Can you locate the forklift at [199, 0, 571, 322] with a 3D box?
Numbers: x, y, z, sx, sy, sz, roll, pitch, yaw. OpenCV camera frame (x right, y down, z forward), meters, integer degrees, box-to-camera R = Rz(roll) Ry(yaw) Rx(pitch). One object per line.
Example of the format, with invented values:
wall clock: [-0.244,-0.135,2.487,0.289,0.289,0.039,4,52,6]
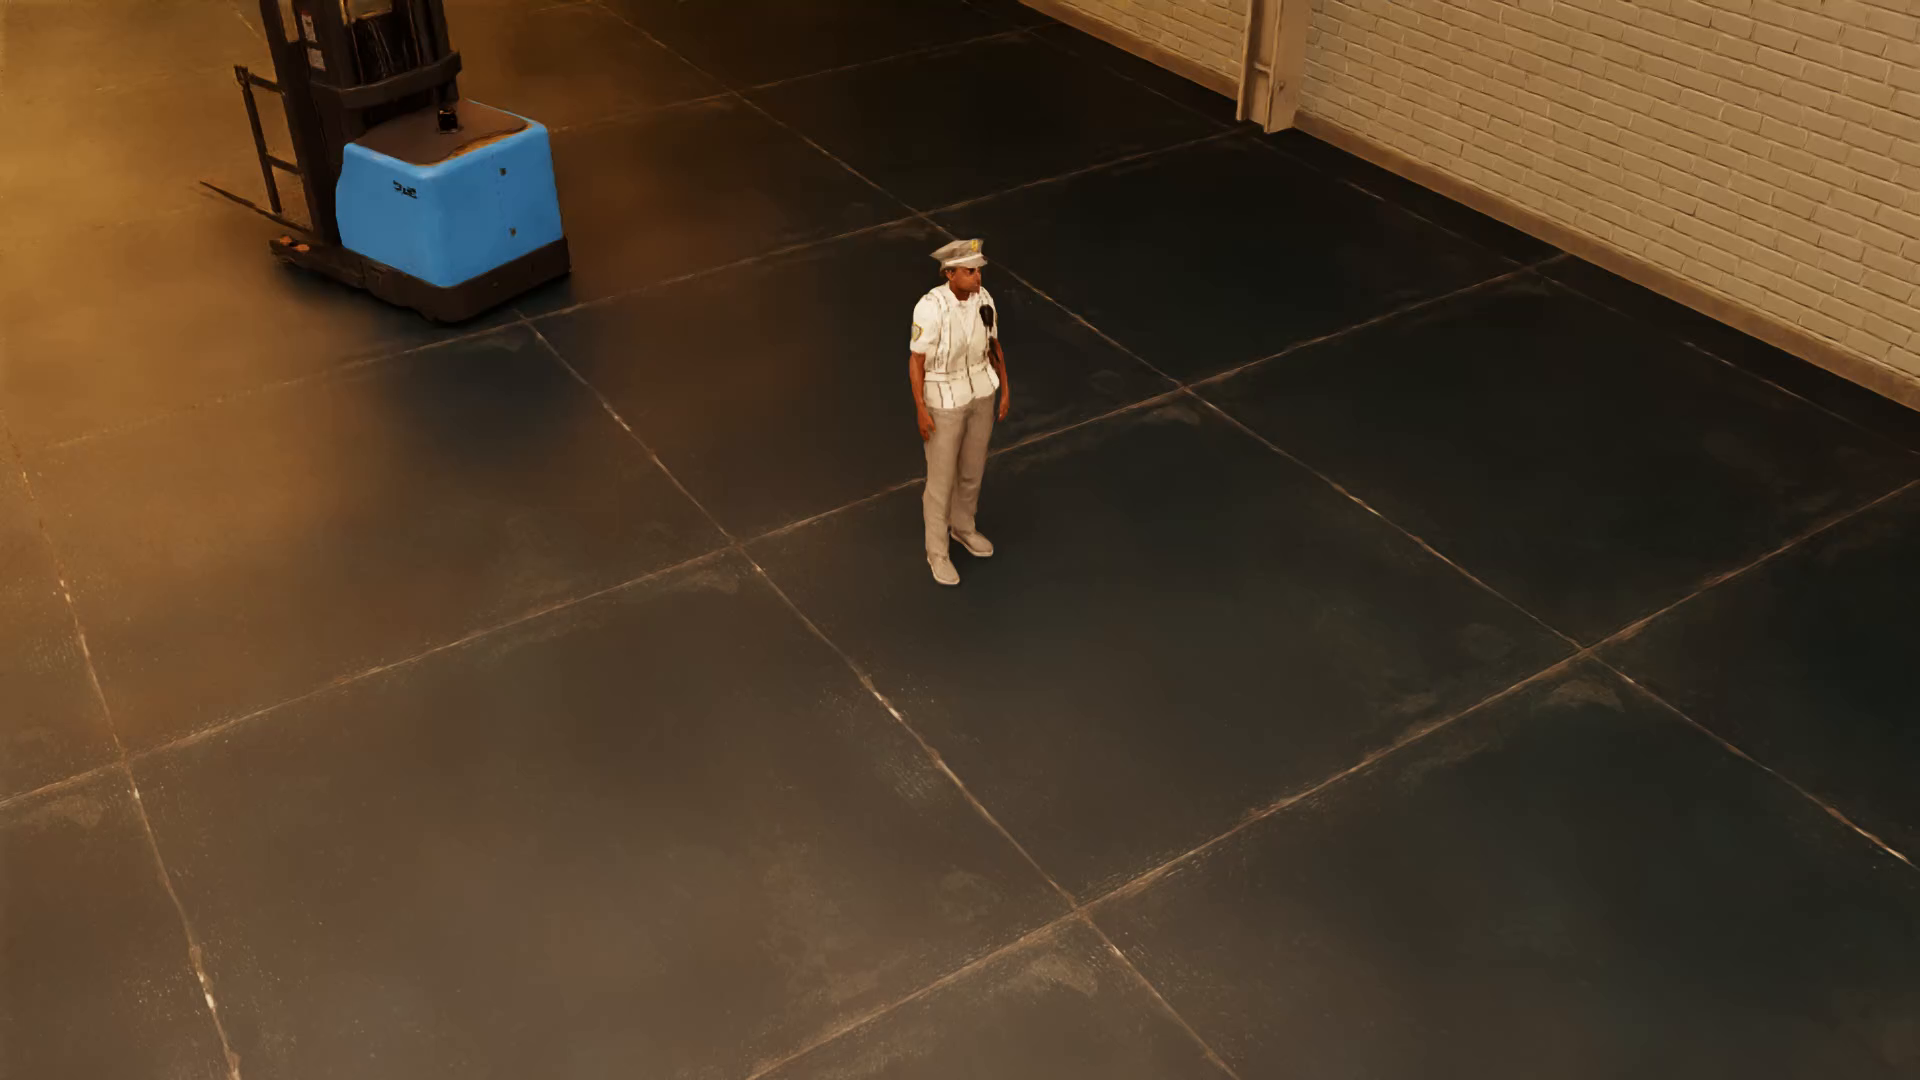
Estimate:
forklift: [-4.101,-3.262,10.790,3.031,2.935,1.130,23,41,29]

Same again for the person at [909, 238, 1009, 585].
person: [0.025,-0.657,8.146,0.570,1.693,0.529,-21,40,-27]
